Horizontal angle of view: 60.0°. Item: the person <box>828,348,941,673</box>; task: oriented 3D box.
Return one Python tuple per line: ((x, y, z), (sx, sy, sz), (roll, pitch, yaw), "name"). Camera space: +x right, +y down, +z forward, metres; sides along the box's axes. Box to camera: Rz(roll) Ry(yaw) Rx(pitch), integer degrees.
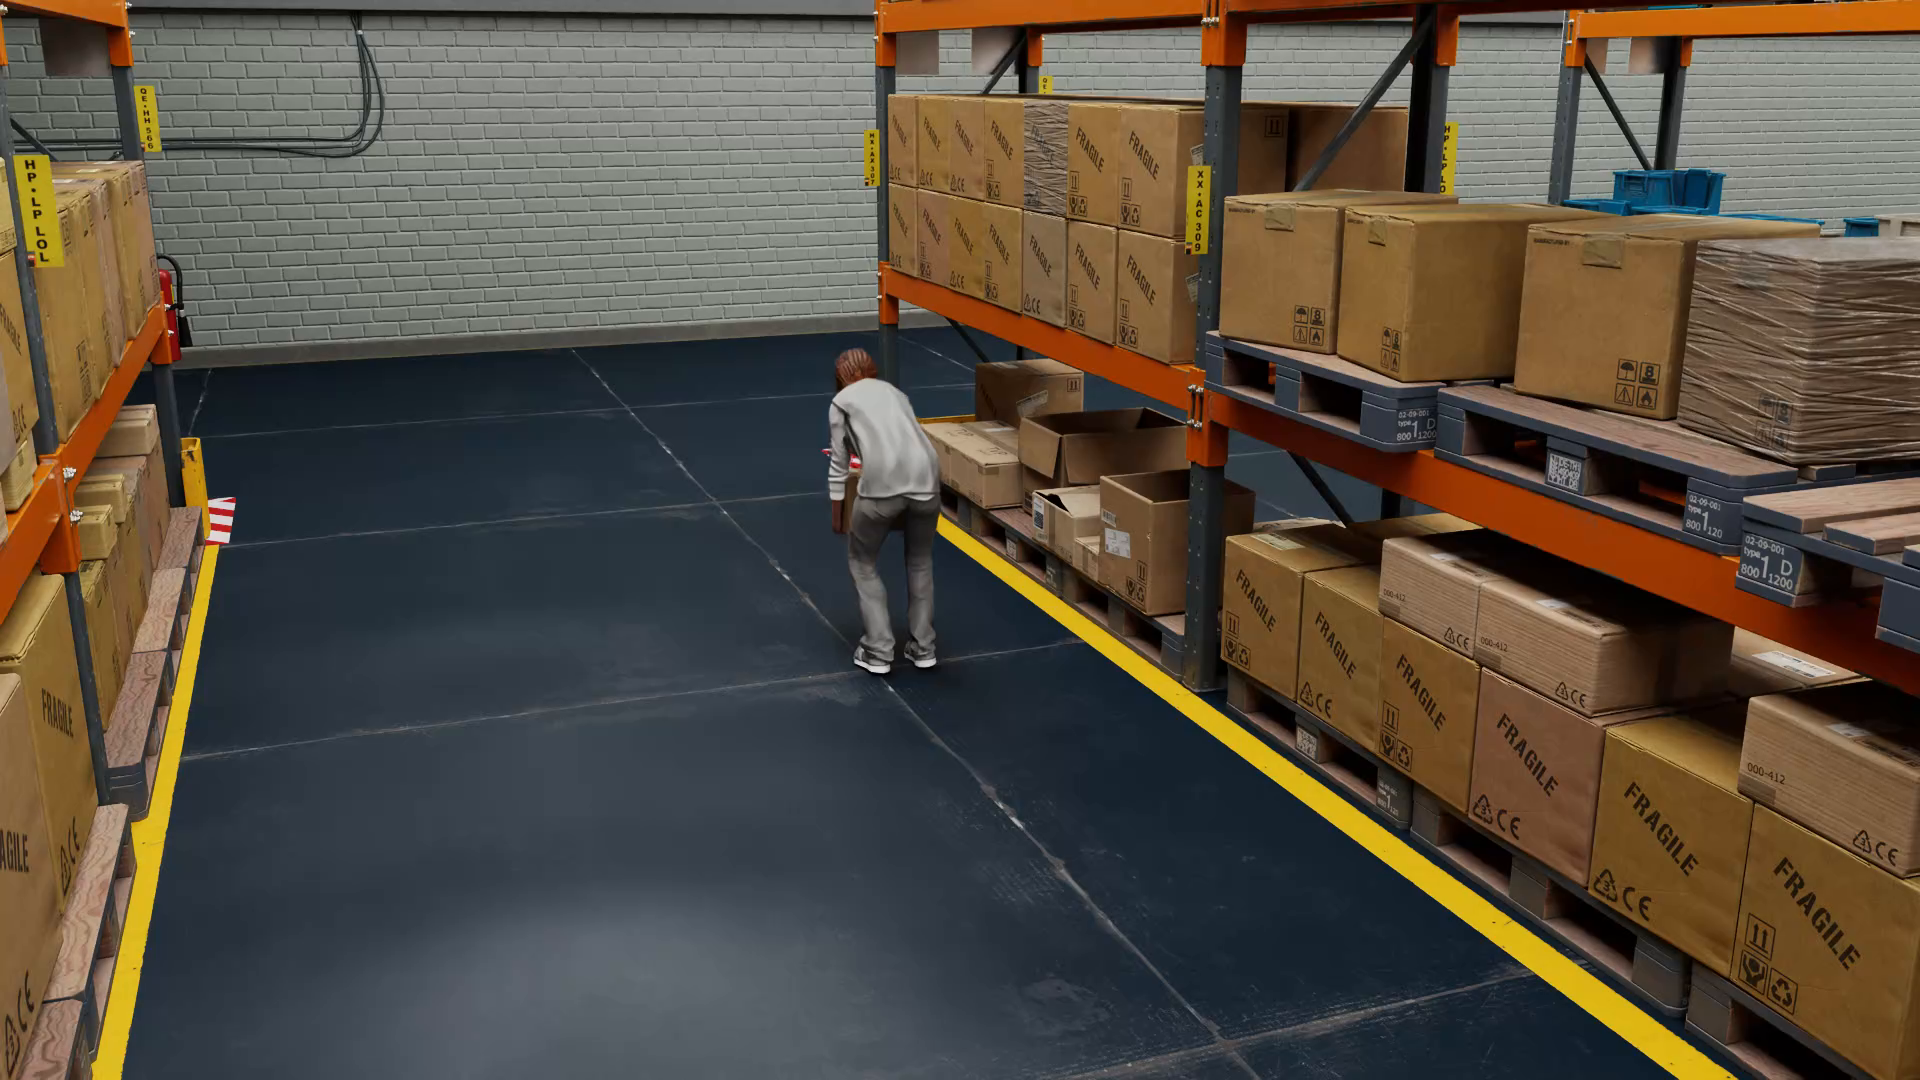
((-0.336, -0.130, 7.066), (0.385, 1.293, 0.780), (-6, 17, -22), "person")
